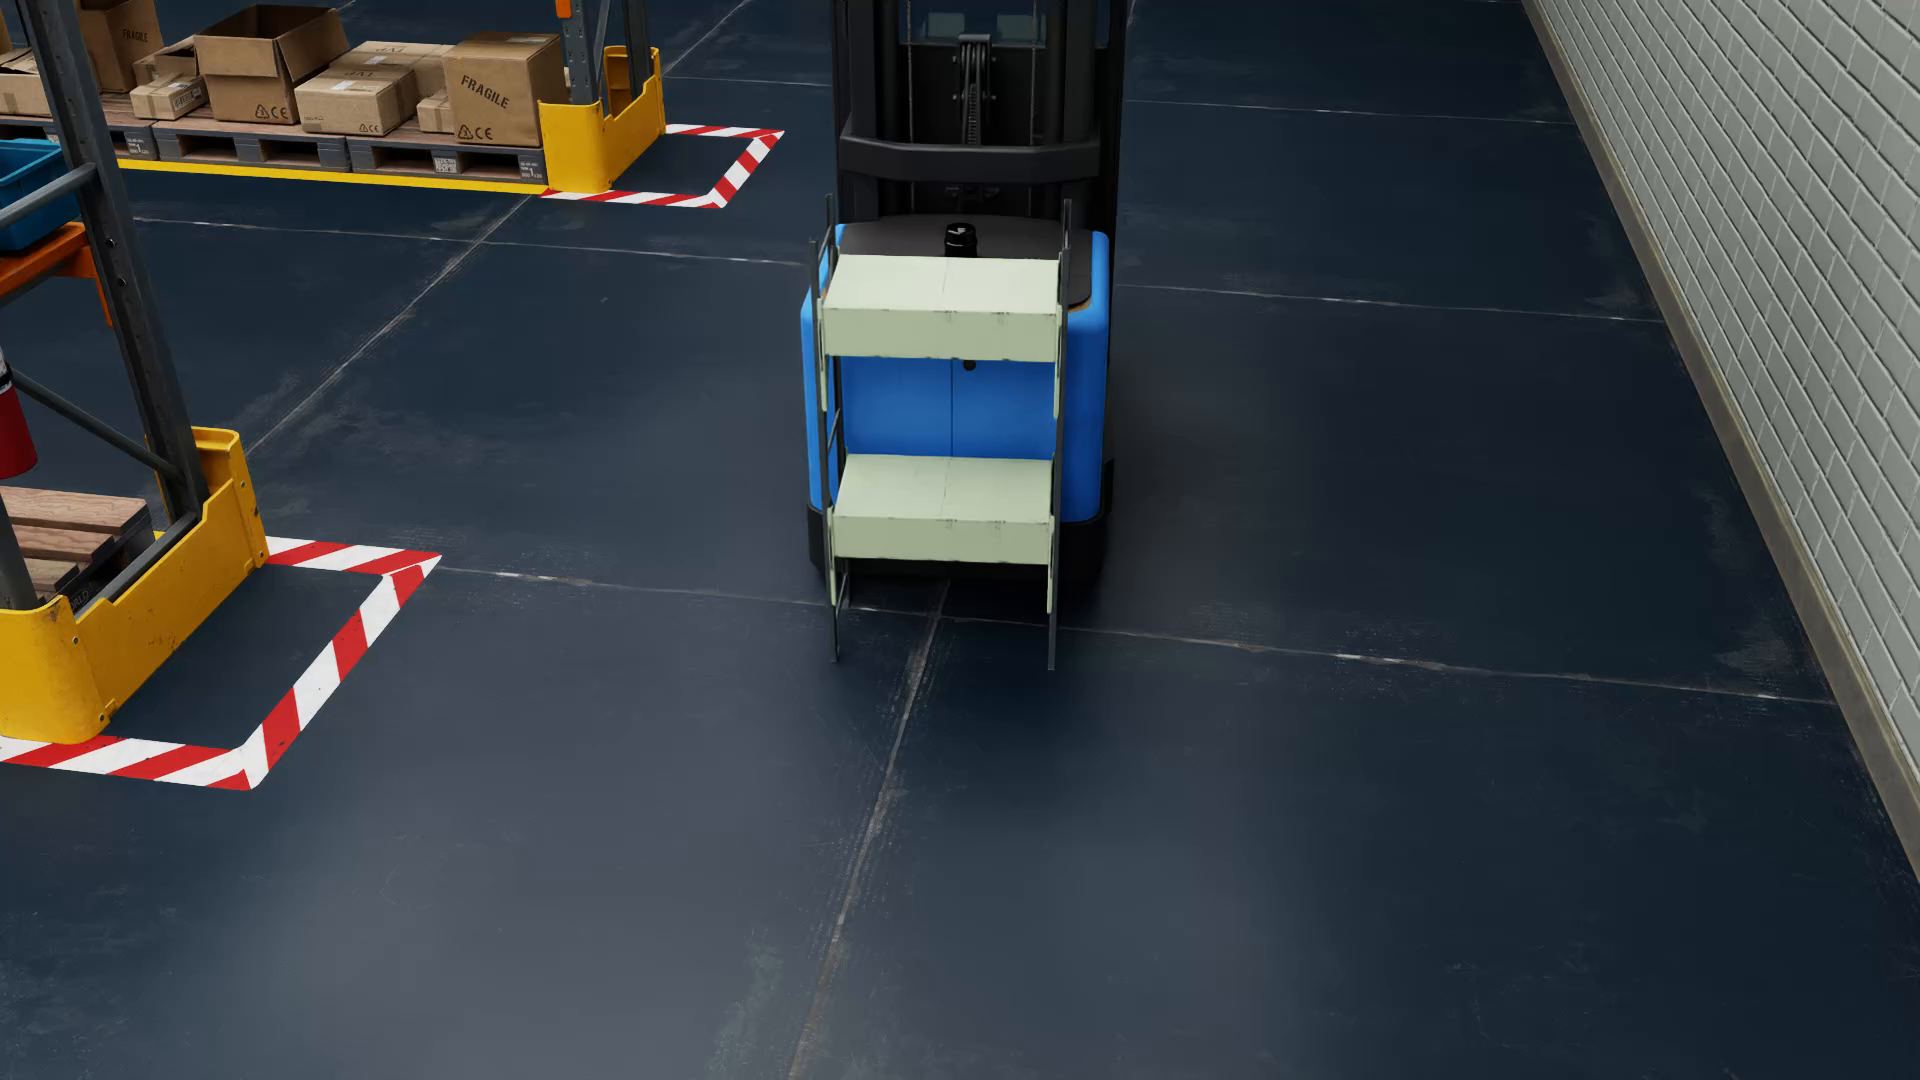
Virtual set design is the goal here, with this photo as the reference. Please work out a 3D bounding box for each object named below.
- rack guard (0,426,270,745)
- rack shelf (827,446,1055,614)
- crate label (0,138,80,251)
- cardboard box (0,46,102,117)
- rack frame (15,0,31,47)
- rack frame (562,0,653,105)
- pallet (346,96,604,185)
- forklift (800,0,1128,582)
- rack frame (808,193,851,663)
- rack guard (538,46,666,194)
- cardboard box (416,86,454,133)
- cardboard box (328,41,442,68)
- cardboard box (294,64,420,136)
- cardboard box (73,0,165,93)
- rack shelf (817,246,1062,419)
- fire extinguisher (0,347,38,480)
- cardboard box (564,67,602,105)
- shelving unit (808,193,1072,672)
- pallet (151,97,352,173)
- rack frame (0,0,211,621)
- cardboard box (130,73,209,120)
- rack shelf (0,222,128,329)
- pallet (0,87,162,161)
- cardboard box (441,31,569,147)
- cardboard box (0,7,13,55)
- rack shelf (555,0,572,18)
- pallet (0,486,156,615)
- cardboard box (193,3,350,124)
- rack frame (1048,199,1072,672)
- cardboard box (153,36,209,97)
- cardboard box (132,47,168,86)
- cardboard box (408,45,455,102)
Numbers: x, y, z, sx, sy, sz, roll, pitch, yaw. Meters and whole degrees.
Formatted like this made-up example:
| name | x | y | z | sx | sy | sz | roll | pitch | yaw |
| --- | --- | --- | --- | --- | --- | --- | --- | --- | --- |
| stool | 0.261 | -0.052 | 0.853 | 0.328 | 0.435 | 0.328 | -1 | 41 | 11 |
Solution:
| name | x | y | z | sx | sy | sz | roll | pitch | yaw |
| --- | --- | --- | --- | --- | --- | --- | --- | --- | --- |
| rack guard | -2.811 | 0.116 | 5.594 | 0.348 | 0.500 | 1.175 | 5 | 32 | 8 |
| rack shelf | -0.048 | -0.038 | 5.512 | 0.720 | 0.370 | 0.431 | 2 | 32 | 3 |
| crate label | -3.025 | -1.088 | 5.262 | 0.303 | 0.233 | 0.416 | 5 | 32 | 8 |
| cardboard box | -5.565 | -2.783 | 9.988 | 0.500 | 0.311 | 0.500 | 5 | 32 | 8 |
| rack frame | -5.943 | -3.887 | 9.632 | 0.127 | 3.000 | 1.000 | 5 | 32 | 8 |
| rack frame | -2.000 | -3.530 | 9.062 | 0.127 | 3.000 | 1.000 | 5 | 32 | 8 |
| pallet | -2.861 | -2.425 | 9.925 | 1.213 | 0.211 | 1.003 | 5 | 32 | 8 |
| forklift | 0.087 | -1.849 | 6.442 | 1.130 | 2.935 | 3.031 | 2 | 32 | 4 |
| rack frame | -0.413 | -0.327 | 5.359 | 0.023 | 1.500 | 0.400 | 2 | 32 | 3 |
| rack guard | -2.075 | -2.477 | 9.736 | 0.348 | 0.500 | 1.175 | 5 | 32 | 8 |
| cardboard box | -2.961 | -2.518 | 9.702 | 0.250 | 0.166 | 0.380 | 5 | 32 | 8 |
| cardboard box | -3.474 | -2.837 | 10.132 | 0.500 | 0.250 | 0.500 | 5 | 32 | 8 |
| cardboard box | -3.509 | -2.571 | 9.707 | 0.500 | 0.250 | 0.500 | 5 | 32 | 8 |
| cardboard box | -5.333 | -3.111 | 10.335 | 0.500 | 0.500 | 0.500 | 5 | 32 | 8 |
| rack shelf | -0.048 | -0.645 | 5.132 | 0.720 | 0.370 | 0.431 | 2 | 32 | 3 |
| fire extinguisher | -2.765 | -0.497 | 4.642 | 0.183 | 0.674 | 0.296 | 5 | 32 | 8 |
| cardboard box | -2.355 | -2.725 | 10.048 | 0.250 | 0.149 | 0.380 | 5 | 32 | 8 |
| shelving unit | -0.048 | -0.315 | 5.339 | 0.755 | 1.500 | 0.431 | 2 | 32 | 3 |
| pallet | -4.060 | -2.535 | 10.101 | 1.213 | 0.211 | 1.003 | 5 | 32 | 8 |
| rack frame | -2.837 | -0.939 | 4.924 | 0.127 | 3.000 | 1.000 | 5 | 32 | 8 |
| cardboard box | -4.711 | -2.650 | 9.912 | 0.250 | 0.166 | 0.380 | 5 | 32 | 8 |
| rack shelf | -4.808 | -0.813 | 5.400 | 4.000 | 0.370 | 1.077 | 5 | 32 | 8 |
| pallet | -5.266 | -2.643 | 10.273 | 1.213 | 0.211 | 1.003 | 5 | 32 | 8 |
| cardboard box | -2.577 | -2.576 | 9.480 | 0.500 | 0.500 | 0.500 | 5 | 32 | 8 |
| cardboard box | -6.379 | -3.184 | 10.451 | 0.500 | 0.500 | 0.500 | 4 | 32 | 6 |
| rack shelf | -3.971 | -3.403 | 9.538 | 4.000 | 0.370 | 1.077 | 5 | 32 | 8 |
| pallet | -3.643 | 0.149 | 5.813 | 1.213 | 0.211 | 1.003 | 5 | 32 | 8 |
| cardboard box | -4.090 | -2.850 | 9.914 | 0.637 | 0.503 | 0.797 | 5 | 32 | 8 |
| rack frame | 0.317 | -0.302 | 5.319 | 0.023 | 1.500 | 0.400 | 2 | 32 | 3 |
| cardboard box | -4.594 | -2.964 | 10.278 | 0.500 | 0.311 | 0.500 | 5 | 32 | 8 |
| cardboard box | -4.954 | -2.960 | 10.424 | 0.250 | 0.149 | 0.380 | 5 | 32 | 8 |
| cardboard box | -2.981 | -2.792 | 10.061 | 0.500 | 0.250 | 0.500 | 5 | 32 | 8 |
